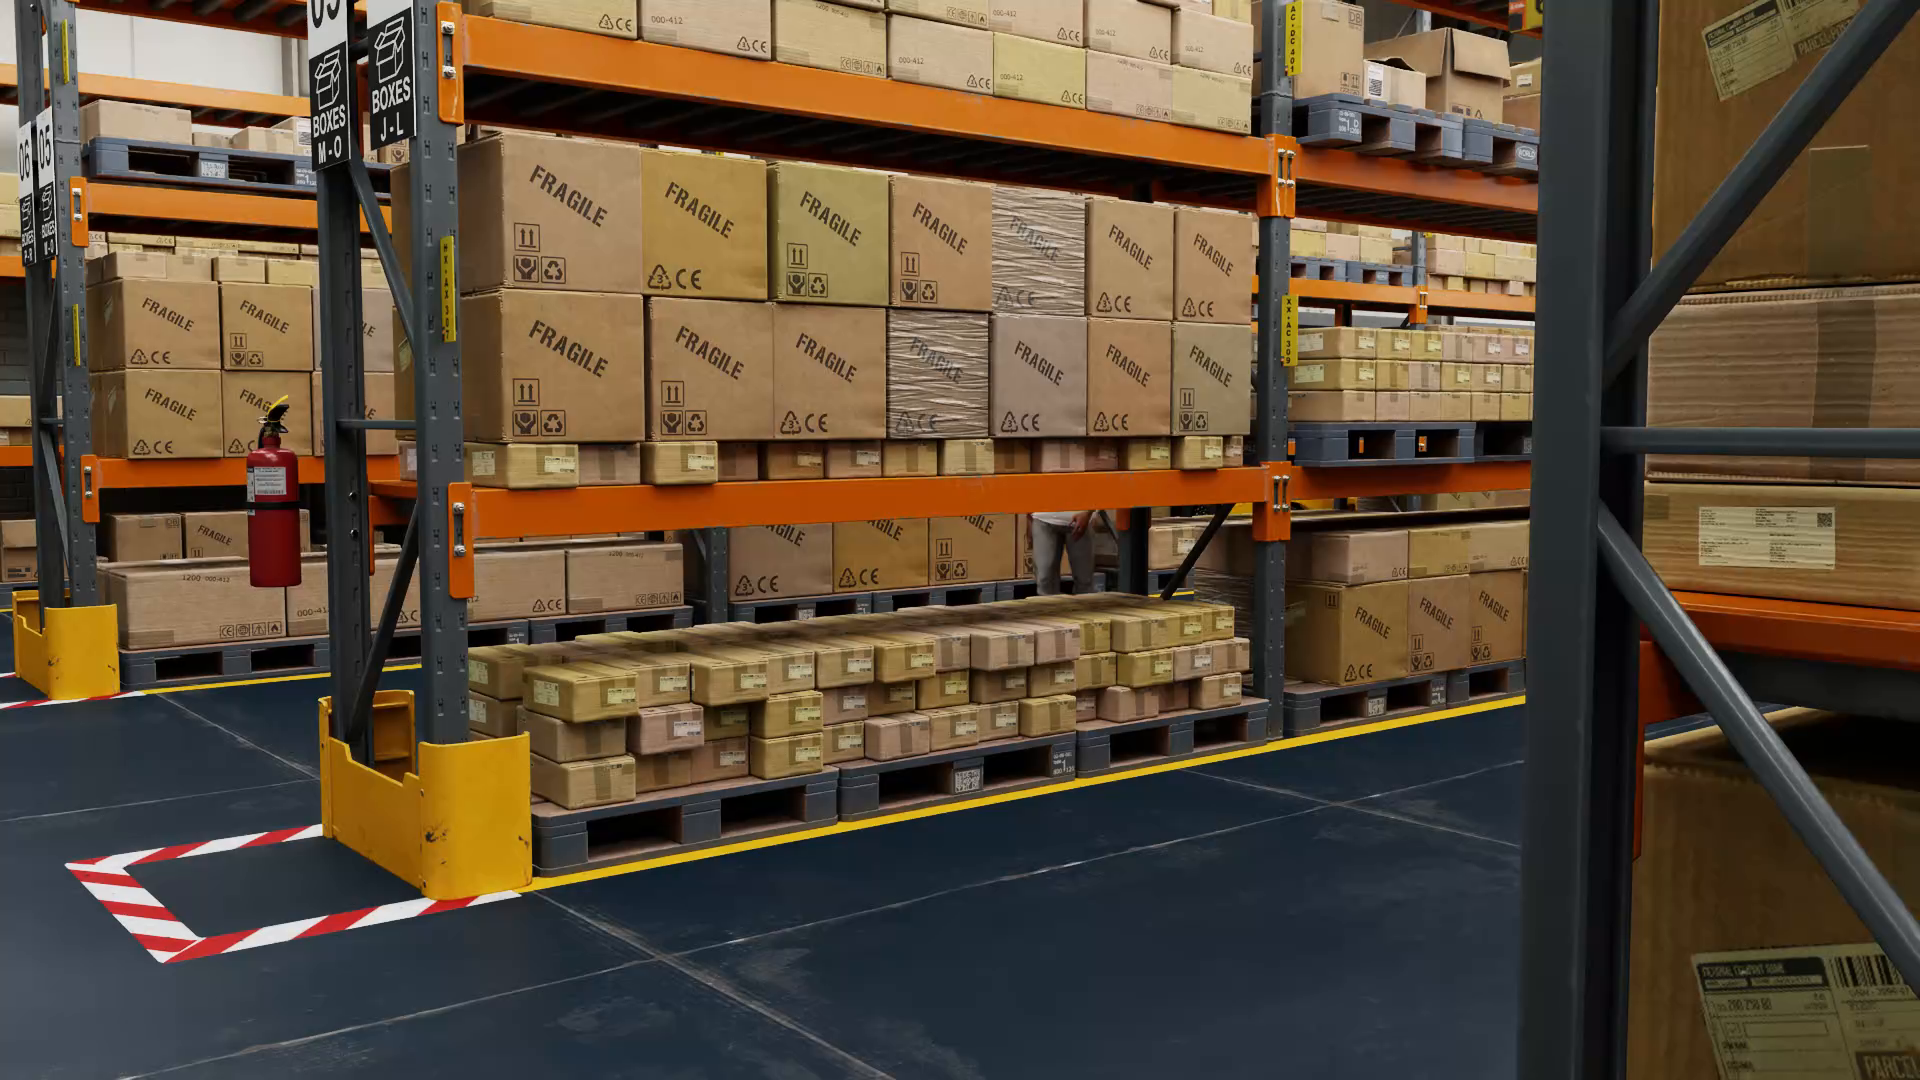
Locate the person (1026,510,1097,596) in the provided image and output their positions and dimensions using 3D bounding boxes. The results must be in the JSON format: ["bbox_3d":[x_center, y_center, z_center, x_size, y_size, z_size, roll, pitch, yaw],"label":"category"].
[{"bbox_3d":[0.660,-0.122,10.495,0.582,1.763,0.716,2,5,24],"label":"person"}]
